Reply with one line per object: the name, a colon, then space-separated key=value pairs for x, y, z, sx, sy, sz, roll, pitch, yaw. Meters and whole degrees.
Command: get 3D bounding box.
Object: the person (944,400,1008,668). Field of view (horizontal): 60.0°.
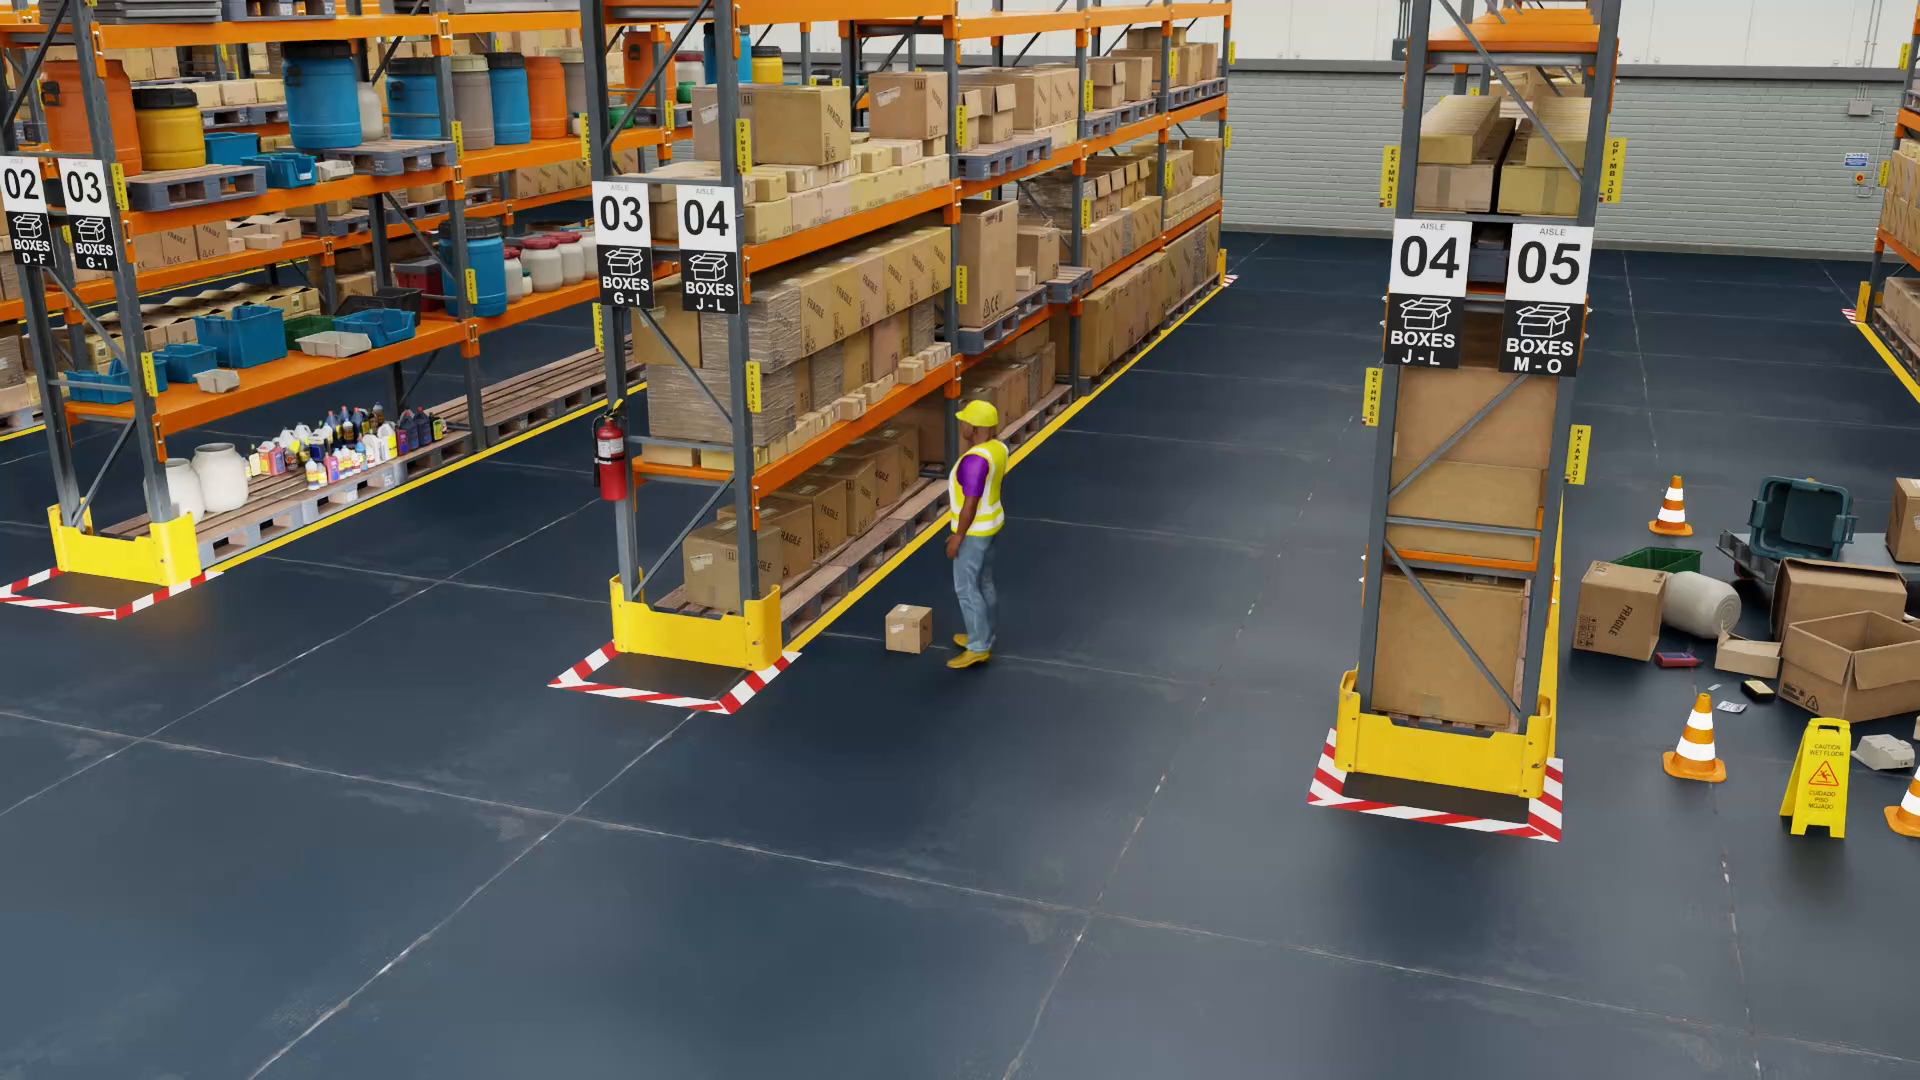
person: x=0.096 y=-0.061 z=11.175 sx=0.377 sy=1.793 sz=0.579 roll=7 pitch=20 yaw=19
